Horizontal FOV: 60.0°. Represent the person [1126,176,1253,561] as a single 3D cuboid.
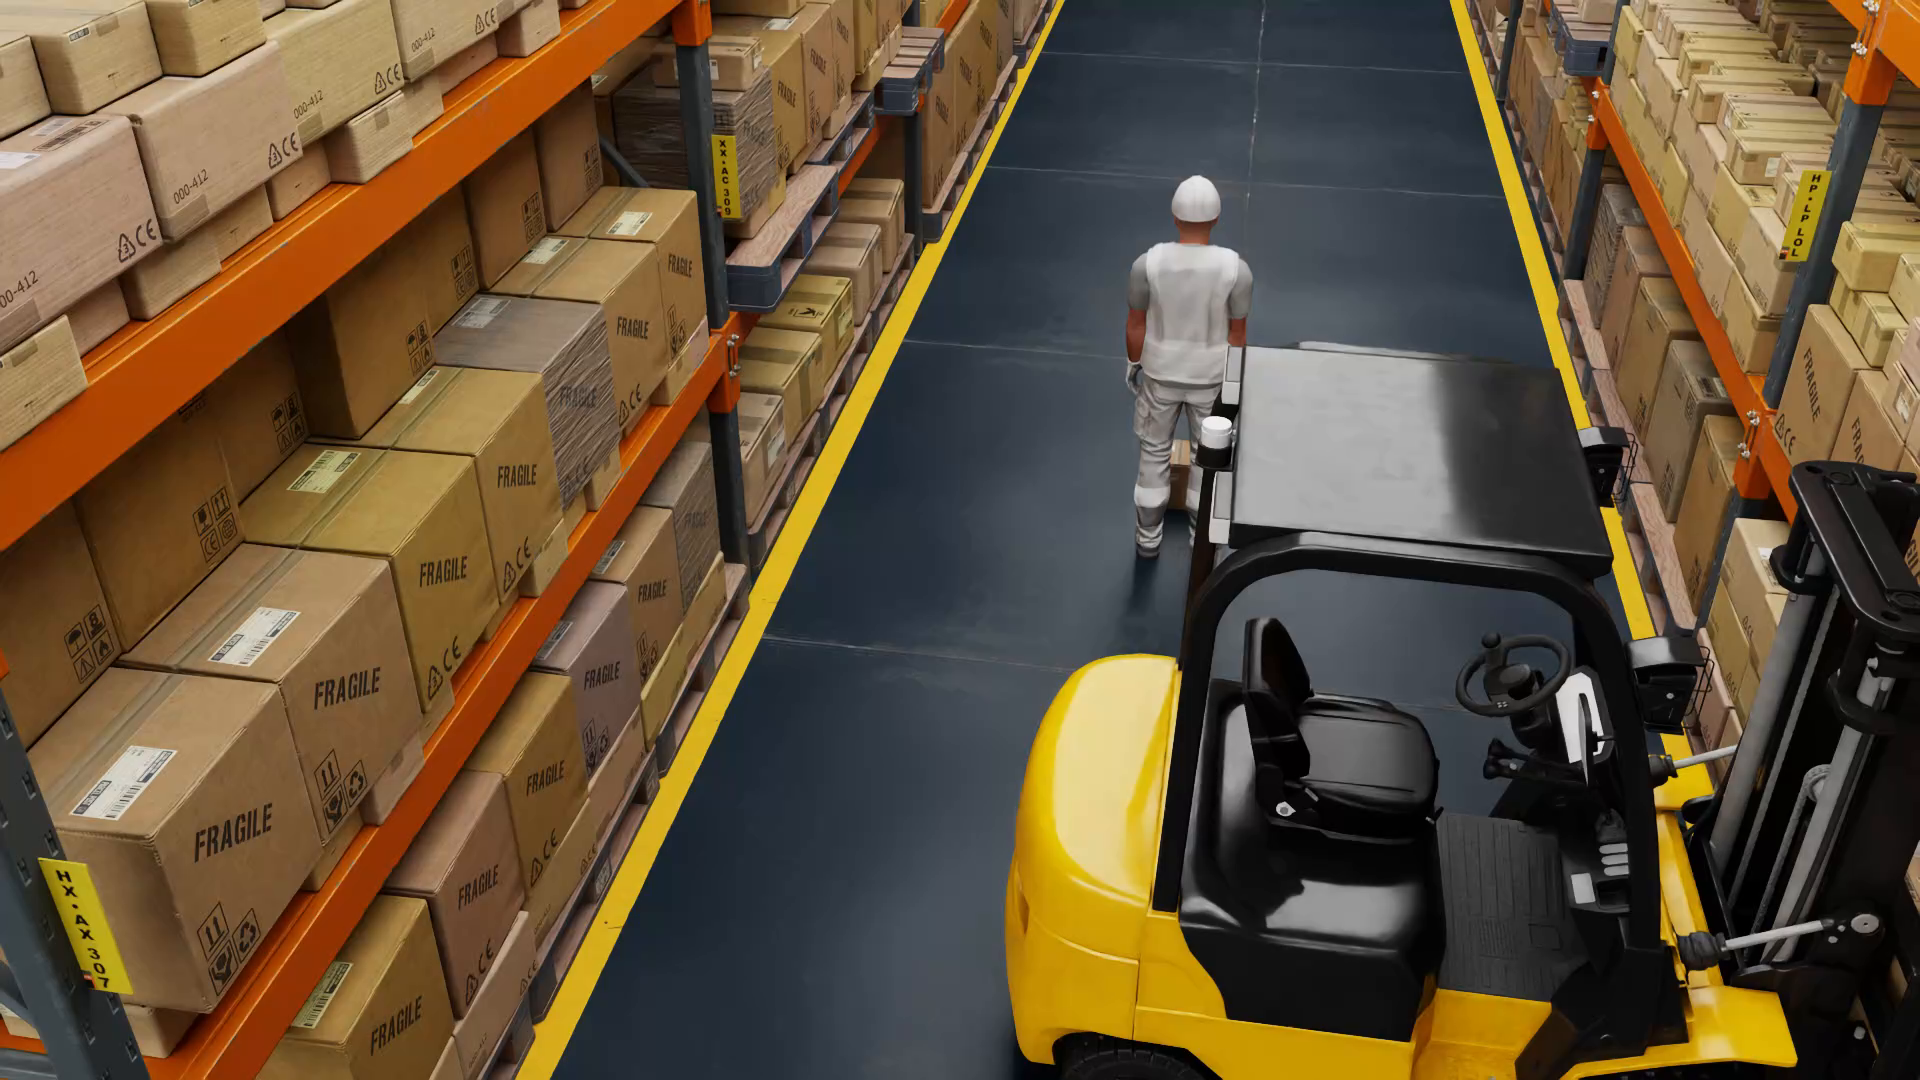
[{"bbox_3d":[0.978,-0.723,7.276,0.525,1.795,0.334,6,33,9],"label":"person"}]
